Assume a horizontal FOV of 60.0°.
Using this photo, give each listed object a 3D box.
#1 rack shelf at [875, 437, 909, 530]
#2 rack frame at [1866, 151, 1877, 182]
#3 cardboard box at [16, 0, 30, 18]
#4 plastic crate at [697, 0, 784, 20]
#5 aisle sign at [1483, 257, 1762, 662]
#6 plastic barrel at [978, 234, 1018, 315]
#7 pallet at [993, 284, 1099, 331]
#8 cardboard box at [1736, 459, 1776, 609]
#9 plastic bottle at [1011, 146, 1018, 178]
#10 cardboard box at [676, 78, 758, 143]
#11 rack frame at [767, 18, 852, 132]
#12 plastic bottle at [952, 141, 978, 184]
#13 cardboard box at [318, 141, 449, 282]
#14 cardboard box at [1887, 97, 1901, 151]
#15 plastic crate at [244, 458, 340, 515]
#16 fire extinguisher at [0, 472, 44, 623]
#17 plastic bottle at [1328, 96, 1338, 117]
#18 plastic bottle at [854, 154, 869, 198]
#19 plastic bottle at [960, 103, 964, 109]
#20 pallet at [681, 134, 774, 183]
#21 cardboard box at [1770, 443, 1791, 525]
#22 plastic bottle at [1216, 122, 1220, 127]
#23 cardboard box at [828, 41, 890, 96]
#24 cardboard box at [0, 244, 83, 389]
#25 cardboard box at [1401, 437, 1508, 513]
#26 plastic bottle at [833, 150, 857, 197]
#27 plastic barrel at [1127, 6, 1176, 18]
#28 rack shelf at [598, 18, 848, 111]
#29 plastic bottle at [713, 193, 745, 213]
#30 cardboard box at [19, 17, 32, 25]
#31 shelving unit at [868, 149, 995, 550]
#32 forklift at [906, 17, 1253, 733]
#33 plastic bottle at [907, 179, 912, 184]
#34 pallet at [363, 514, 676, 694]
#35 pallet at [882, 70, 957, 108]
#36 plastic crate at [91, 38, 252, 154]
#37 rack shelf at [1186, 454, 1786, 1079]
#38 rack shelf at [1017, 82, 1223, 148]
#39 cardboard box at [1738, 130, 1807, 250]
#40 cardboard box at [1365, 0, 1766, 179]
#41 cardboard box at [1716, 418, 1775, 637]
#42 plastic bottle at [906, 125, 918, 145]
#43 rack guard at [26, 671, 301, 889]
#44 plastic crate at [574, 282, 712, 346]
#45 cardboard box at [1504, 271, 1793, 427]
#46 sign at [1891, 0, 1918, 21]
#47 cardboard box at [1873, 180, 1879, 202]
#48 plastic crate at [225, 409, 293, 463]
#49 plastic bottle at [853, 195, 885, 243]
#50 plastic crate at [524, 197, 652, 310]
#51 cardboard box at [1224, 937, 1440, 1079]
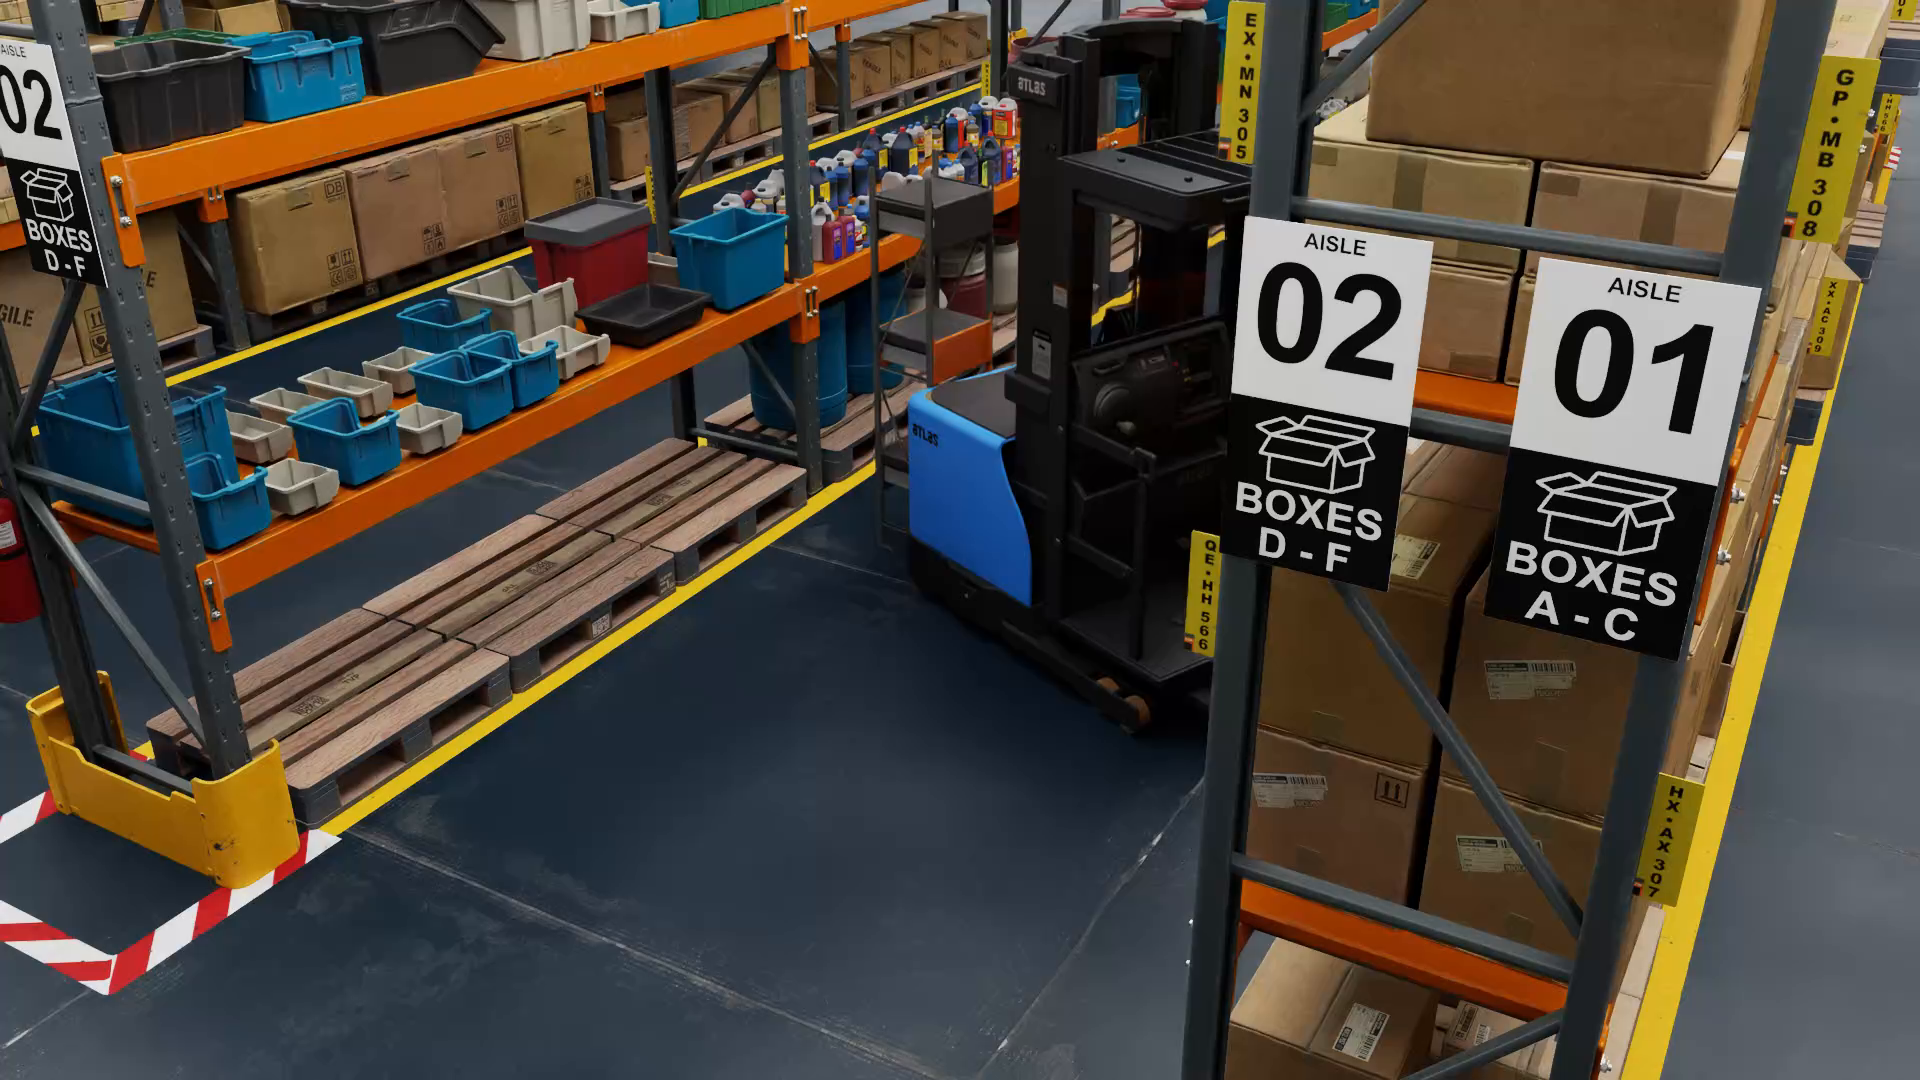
[{"bbox_3d":[-0.141,-0.303,9.104,0.431,0.518,0.480,20,33,35],"label":"rack shelf"},{"bbox_3d":[6.970,-3.754,13.398,1.000,3.000,0.127,14,30,26],"label":"rack frame"},{"bbox_3d":[-8.495,-4.821,15.009,0.380,0.149,0.250,14,30,25],"label":"cardboard box"},{"bbox_3d":[-1.222,-2.743,8.265,0.450,0.188,0.662,14,30,26],"label":"plastic crate"},{"bbox_3d":[1.289,-0.148,3.291,0.394,0.787,0.004,14,30,26],"label":"aisle sign"},{"bbox_3d":[0.265,-1.928,12.061,0.421,0.512,0.421,0,27,0],"label":"plastic barrel"},{"bbox_3d":[0.340,-1.724,12.458,1.003,0.211,1.213,14,30,26],"label":"pallet"},{"bbox_3d":[2.509,-0.027,5.842,0.500,0.500,0.500,15,30,27],"label":"cardboard box"},{"bbox_3d":[0.342,-2.550,11.216,0.097,0.201,0.097,0,27,0],"label":"plastic bottle"},{"bbox_3d":[-2.500,-4.381,16.952,0.700,0.500,0.500,12,29,22],"label":"cardboard box"},{"bbox_3d":[-1.653,-5.937,17.759,1.000,3.000,0.127,14,30,26],"label":"rack frame"},{"bbox_3d":[0.030,-2.391,10.731,0.144,0.351,0.185,14,30,26],"label":"plastic bottle"},{"bbox_3d":[-4.852,-2.659,13.115,1.225,0.875,0.875,13,29,24],"label":"cardboard box"},{"bbox_3d":[8.454,-3.939,15.532,0.500,0.500,0.500,14,30,26],"label":"cardboard box"},{"bbox_3d":[-2.606,-0.209,6.544,0.250,0.136,0.298,14,30,26],"label":"plastic crate"},{"bbox_3d":[-3.714,-0.009,6.421,0.296,0.674,0.183,14,30,26],"label":"fire extinguisher"},{"bbox_3d":[3.811,-4.393,17.143,0.144,0.351,0.185,16,31,28],"label":"plastic bottle"},{"bbox_3d":[-0.638,-2.357,10.751,0.097,0.271,0.097,0,27,0],"label":"plastic bottle"},{"bbox_3d":[-0.004,-3.019,12.061,0.061,0.283,0.133,14,30,26],"label":"plastic bottle"},{"bbox_3d":[-2.634,-3.909,16.823,1.003,0.211,1.213,14,30,26],"label":"pallet"},{"bbox_3d":[4.239,-0.450,9.099,0.500,0.500,0.500,13,29,24],"label":"cardboard box"},{"bbox_3d":[2.608,-4.088,16.609,0.061,0.283,0.133,16,31,29],"label":"plastic bottle"},{"bbox_3d":[-1.146,-5.379,18.967,0.500,0.500,0.500,-22,34,-37],"label":"cardboard box"},{"bbox_3d":[-6.426,-1.466,10.733,0.875,0.875,0.875,14,30,26],"label":"cardboard box"},{"bbox_3d":[1.294,0.000,4.670,0.500,0.500,0.500,15,30,27],"label":"cardboard box"},{"bbox_3d":[-0.756,-2.379,10.791,0.152,0.276,0.135,14,30,26],"label":"plastic bottle"},{"bbox_3d":[1.636,-4.296,14.330,0.433,0.535,0.433,0,27,0],"label":"plastic barrel"},{"bbox_3d":[-2.637,-4.836,16.363,1.077,0.370,4.000,14,30,26],"label":"rack shelf"},{"bbox_3d":[-1.364,-1.898,9.828,0.152,0.276,0.135,14,30,26],"label":"plastic bottle"},{"bbox_3d":[-8.499,-4.686,15.071,0.380,0.149,0.250,13,29,24],"label":"cardboard box"},{"bbox_3d":[-0.141,-0.941,8.785,0.431,2.100,0.503,20,33,35],"label":"shelving unit"},{"bbox_3d":[1.011,-0.690,7.354,1.130,2.935,3.031,-19,32,-33],"label":"forklift"},{"bbox_3d":[-0.288,-2.071,10.167,0.061,0.283,0.133,14,30,26],"label":"plastic bottle"},{"bbox_3d":[-2.204,0.291,8.433,1.003,0.211,1.213,14,30,26],"label":"pallet"},{"bbox_3d":[-0.754,-5.437,19.875,1.003,0.211,1.213,14,30,26],"label":"pallet"},{"bbox_3d":[-2.812,-1.541,5.772,0.497,0.269,0.590,14,30,26],"label":"plastic crate"},{"bbox_3d":[2.050,0.465,5.774,1.077,0.370,4.000,14,30,26],"label":"rack shelf"},{"bbox_3d":[1.675,-3.745,14.184,1.077,0.370,4.000,14,30,26],"label":"rack shelf"},{"bbox_3d":[1.798,-0.911,3.977,0.500,0.250,0.500,14,30,26],"label":"cardboard box"},{"bbox_3d":[1.305,-1.114,3.545,0.700,0.500,0.500,14,30,26],"label":"cardboard box"},{"bbox_3d":[2.015,-0.083,4.836,0.500,0.500,0.500,15,30,27],"label":"cardboard box"},{"bbox_3d":[-0.339,-2.733,11.502,0.097,0.271,0.097,0,27,0],"label":"plastic bottle"},{"bbox_3d":[-3.245,0.961,6.772,1.175,0.500,0.348,14,30,26],"label":"rack guard"},{"bbox_3d":[-1.593,-1.137,8.410,0.437,0.125,0.590,14,30,26],"label":"plastic crate"},{"bbox_3d":[1.540,-0.496,3.706,0.500,0.250,0.500,14,30,26],"label":"cardboard box"},{"bbox_3d":[3.510,-2.092,6.150,0.100,0.325,0.005,14,30,26],"label":"sign"},{"bbox_3d":[7.712,-3.020,14.534,0.500,0.250,0.500,14,30,26],"label":"cardboard box"},{"bbox_3d":[-3.001,-0.436,6.997,0.396,0.136,0.243,14,30,26],"label":"plastic crate"},{"bbox_3d":[-0.537,-1.912,9.857,0.152,0.276,0.135,14,30,26],"label":"plastic bottle"},{"bbox_3d":[-1.934,-1.491,8.739,0.402,0.464,0.583,14,30,26],"label":"plastic crate"},{"bbox_3d":[1.119,1.578,5.048,0.500,0.500,0.500,14,30,26],"label":"cardboard box"}]
